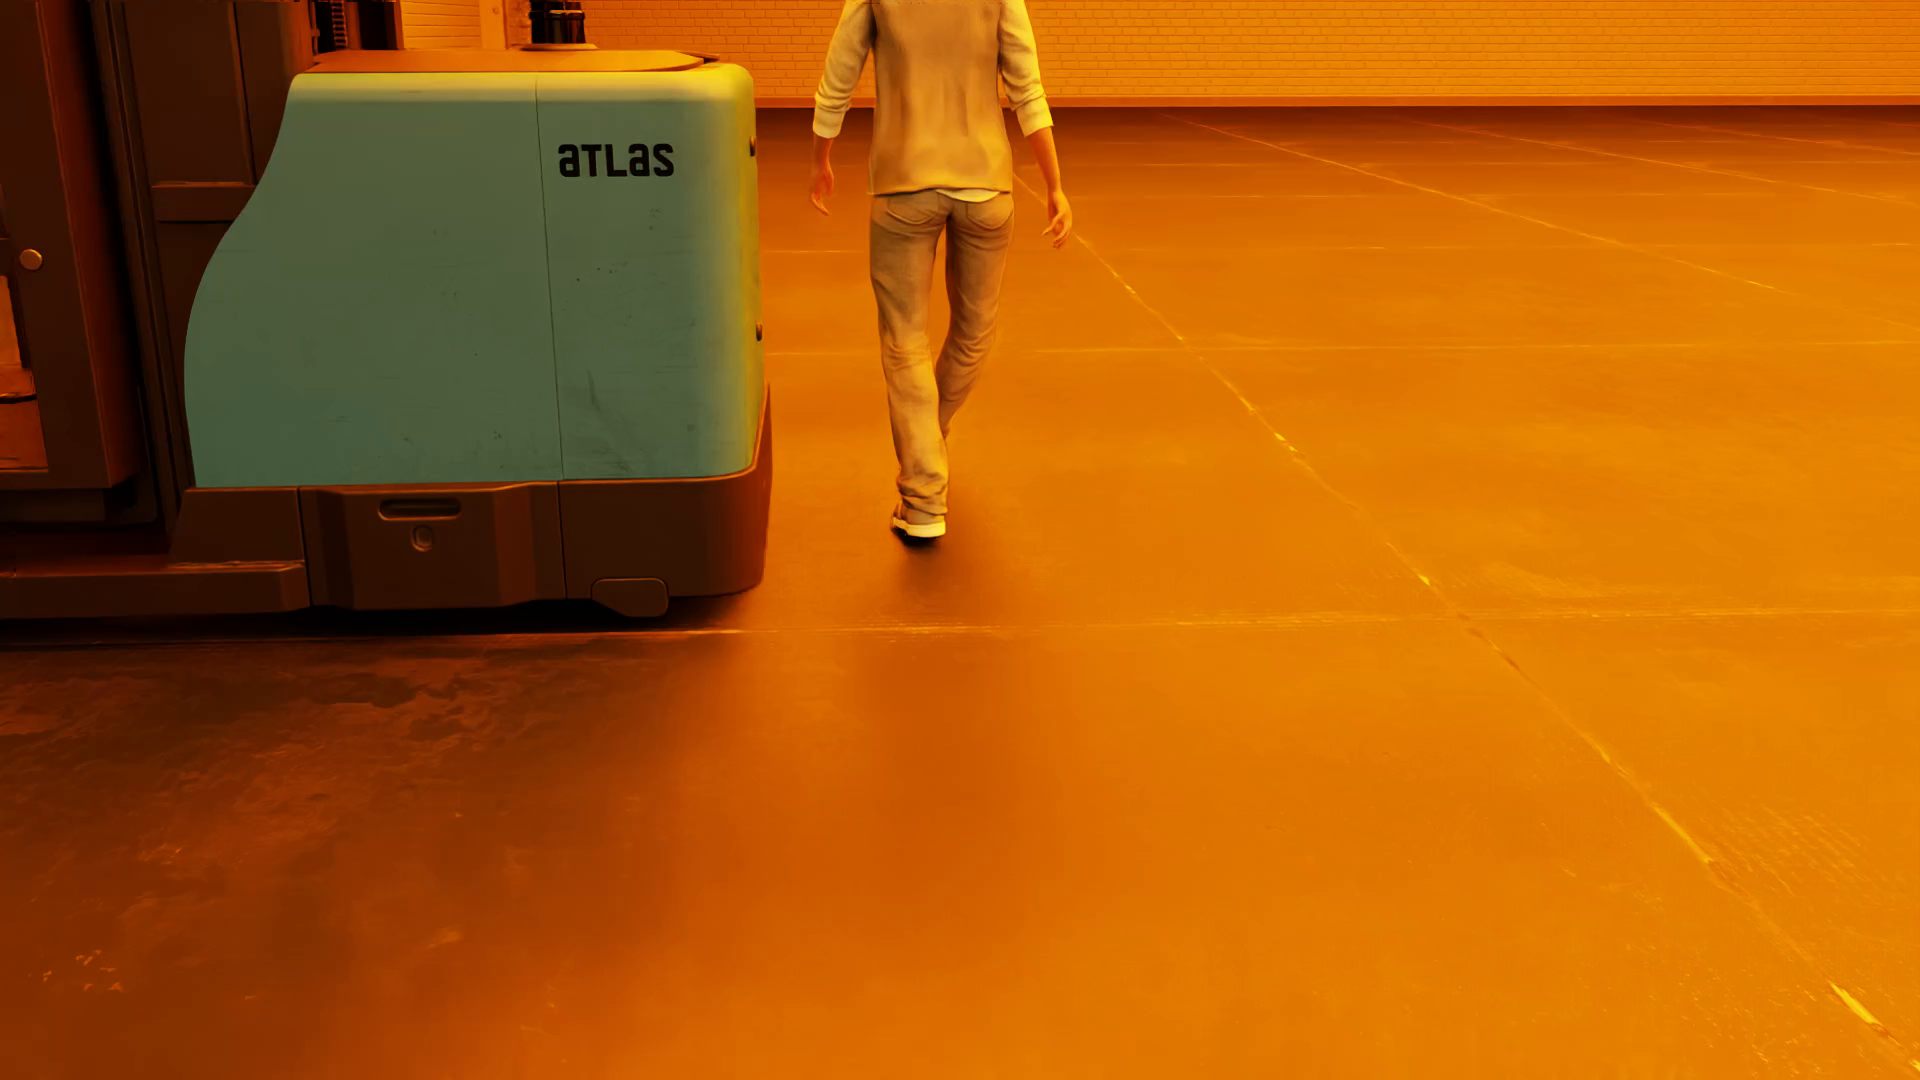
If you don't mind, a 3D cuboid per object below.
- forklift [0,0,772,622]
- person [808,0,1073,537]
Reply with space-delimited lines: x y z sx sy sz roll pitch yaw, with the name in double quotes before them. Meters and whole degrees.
"forklift" -1.952 -1.341 3.291 3.031 2.935 1.130 -1 17 -4
"person" -0.059 -0.841 4.035 0.596 1.550 0.838 -3 17 -9
